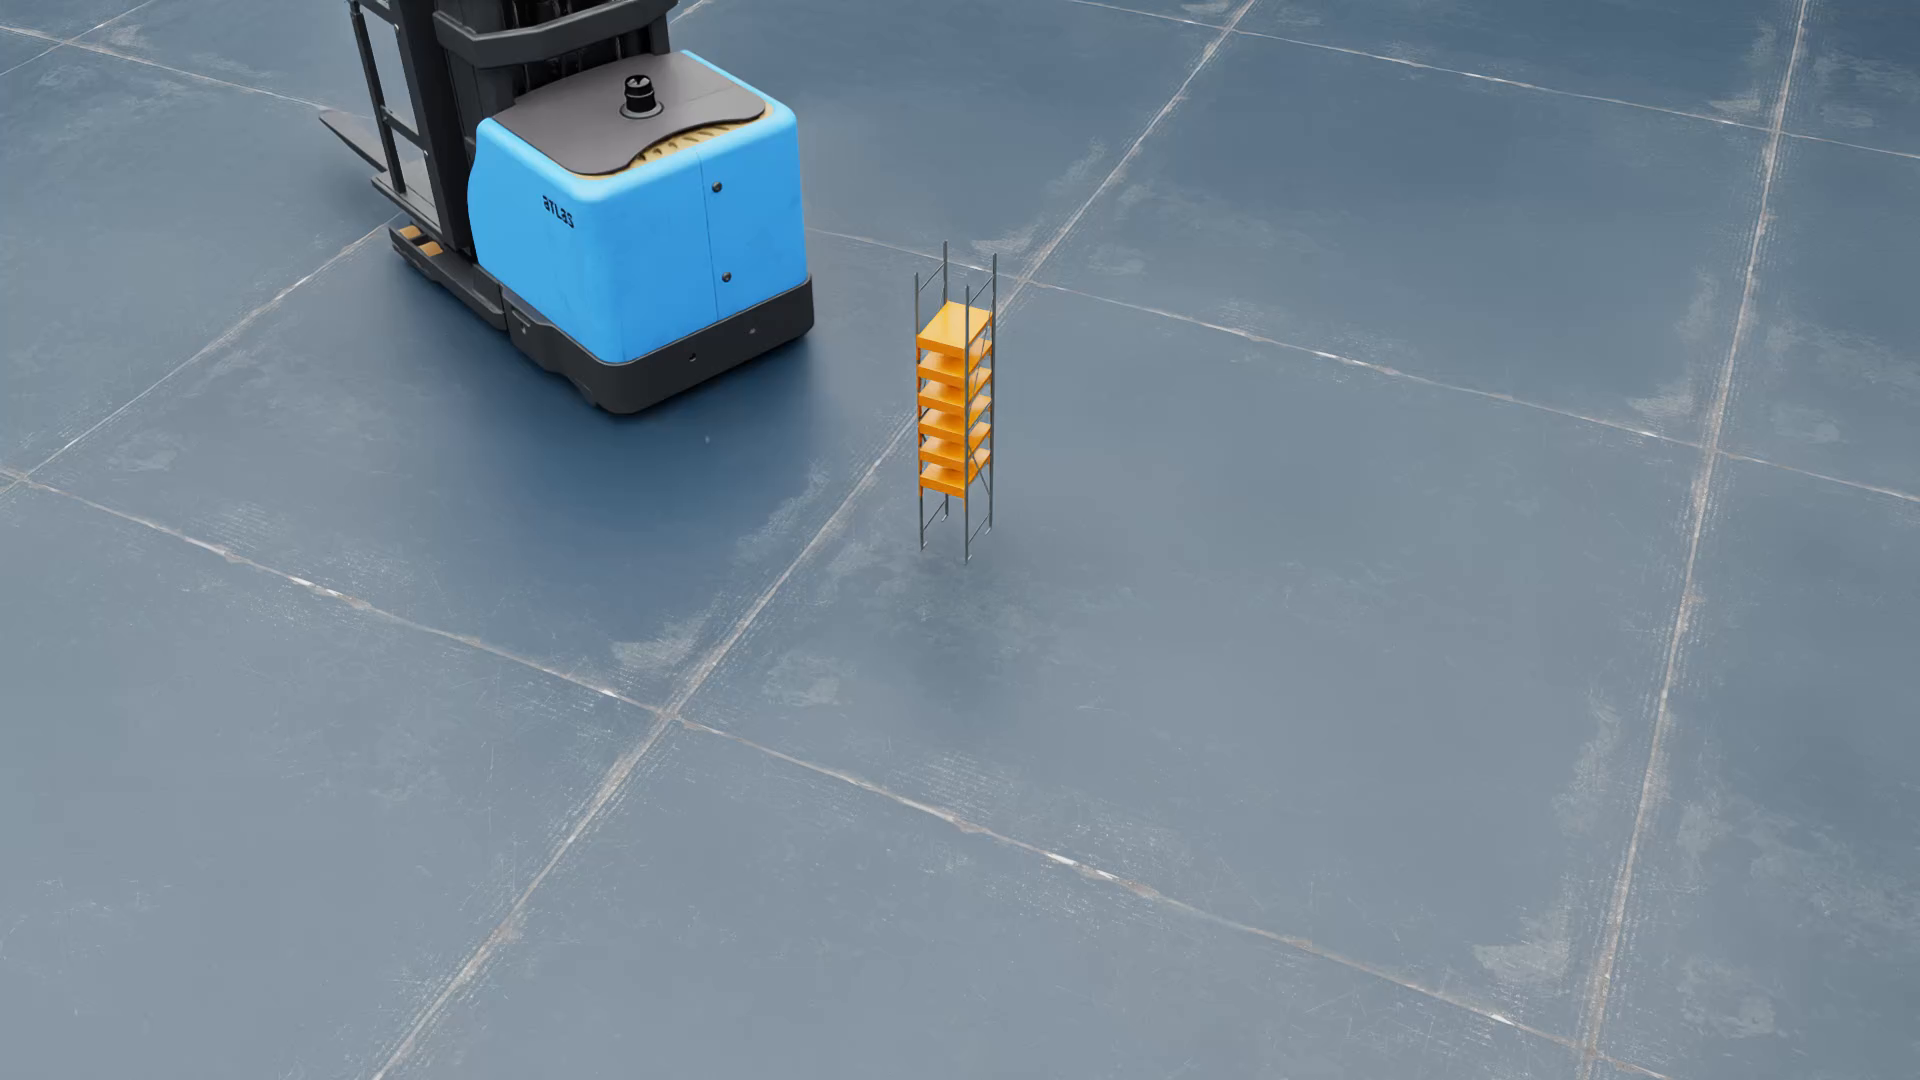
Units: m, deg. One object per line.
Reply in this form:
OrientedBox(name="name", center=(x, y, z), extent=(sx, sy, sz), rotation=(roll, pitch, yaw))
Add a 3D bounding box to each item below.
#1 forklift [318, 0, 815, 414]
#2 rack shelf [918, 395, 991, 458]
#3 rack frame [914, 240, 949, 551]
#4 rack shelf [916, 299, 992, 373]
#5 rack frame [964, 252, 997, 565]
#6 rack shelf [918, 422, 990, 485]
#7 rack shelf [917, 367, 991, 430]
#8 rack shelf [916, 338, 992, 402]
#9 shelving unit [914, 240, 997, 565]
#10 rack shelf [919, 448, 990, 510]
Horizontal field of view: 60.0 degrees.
OrientedBox(name="forklift", center=(-1.988, -2.503, 6.900), extent=(1.130, 2.935, 3.031), rotation=(-30, 49, -30))
OrientedBox(name="rack shelf", center=(-0.013, -0.424, 5.891), extent=(0.180, 0.103, 0.258), rotation=(17, 44, 19))
OrientedBox(name="rack frame", center=(-0.096, -0.483, 5.891), extent=(0.006, 1.200, 0.240), rotation=(17, 44, 19))
OrientedBox(name="rack shelf", center=(-0.013, -0.696, 5.655), extent=(0.180, 0.103, 0.258), rotation=(17, 44, 19))
OrientedBox(name="rack frame", center=(0.070, -0.432, 5.832), extent=(0.006, 1.200, 0.240), rotation=(17, 44, 19))
OrientedBox(name="rack shelf", center=(-0.013, -0.333, 5.969), extent=(0.180, 0.103, 0.258), rotation=(17, 44, 19))
OrientedBox(name="rack shelf", center=(-0.013, -0.514, 5.812), extent=(0.180, 0.103, 0.258), rotation=(17, 44, 19))
OrientedBox(name="rack shelf", center=(-0.013, -0.605, 5.734), extent=(0.180, 0.103, 0.258), rotation=(17, 44, 19))
OrientedBox(name="shelving unit", center=(-0.013, -0.457, 5.862), extent=(0.189, 1.200, 0.258), rotation=(17, 44, 19))
OrientedBox(name="rack shelf", center=(-0.013, -0.242, 6.048), extent=(0.180, 0.103, 0.258), rotation=(17, 44, 19))
